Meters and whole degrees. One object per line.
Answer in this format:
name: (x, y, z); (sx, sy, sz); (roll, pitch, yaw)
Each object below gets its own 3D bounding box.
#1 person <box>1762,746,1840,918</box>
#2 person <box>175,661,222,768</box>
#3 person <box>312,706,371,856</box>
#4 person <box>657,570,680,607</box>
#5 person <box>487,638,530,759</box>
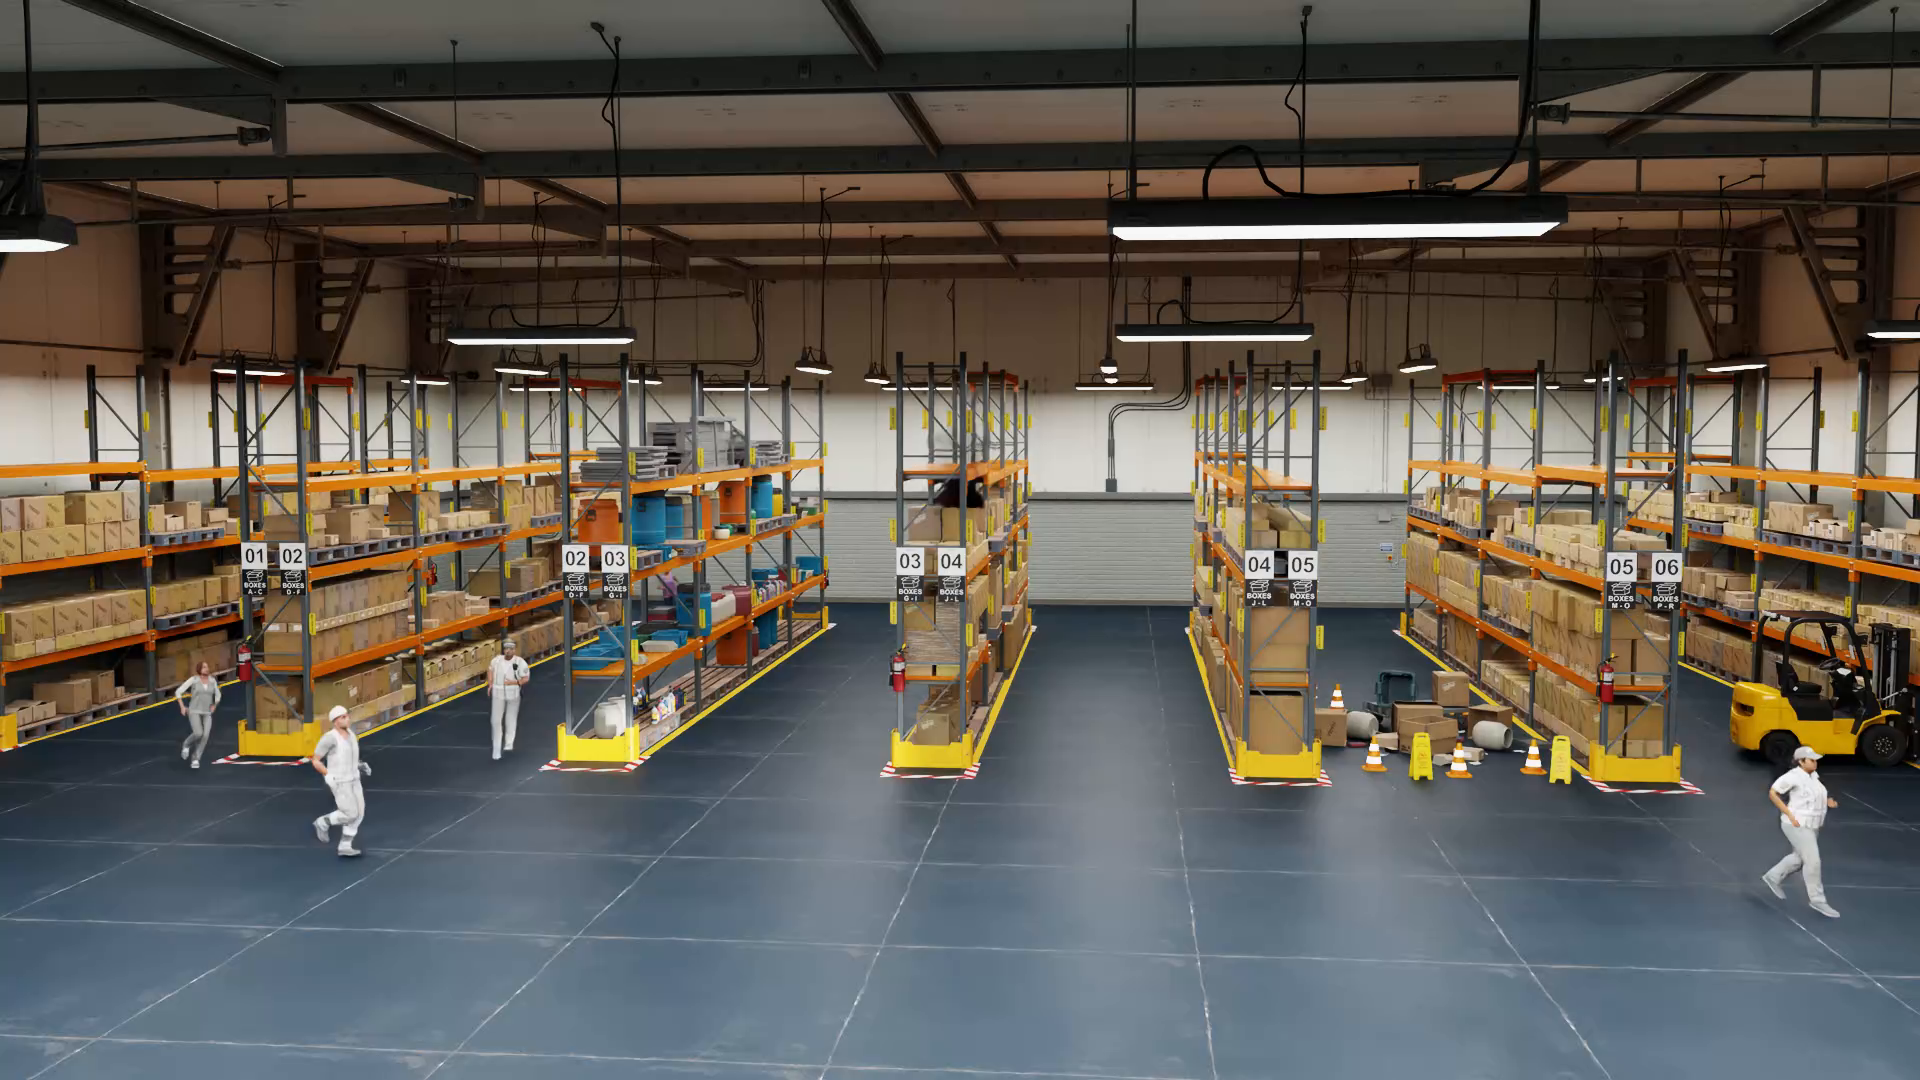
person: (8.647, 2.943, 17.051); (0.601, 1.675, 0.830); (-3, 5, -39)
person: (-11.033, 2.528, 24.181); (0.472, 1.539, 0.595); (4, 6, 42)
person: (-7.127, 2.777, 19.167); (0.603, 1.743, 0.656); (1, 4, 19)
person: (-6.981, 1.366, 39.771); (0.521, 1.596, 0.804); (0, 4, -4)
person: (-6.777, 2.377, 24.952); (0.643, 1.842, 0.738); (-1, 4, -9)
